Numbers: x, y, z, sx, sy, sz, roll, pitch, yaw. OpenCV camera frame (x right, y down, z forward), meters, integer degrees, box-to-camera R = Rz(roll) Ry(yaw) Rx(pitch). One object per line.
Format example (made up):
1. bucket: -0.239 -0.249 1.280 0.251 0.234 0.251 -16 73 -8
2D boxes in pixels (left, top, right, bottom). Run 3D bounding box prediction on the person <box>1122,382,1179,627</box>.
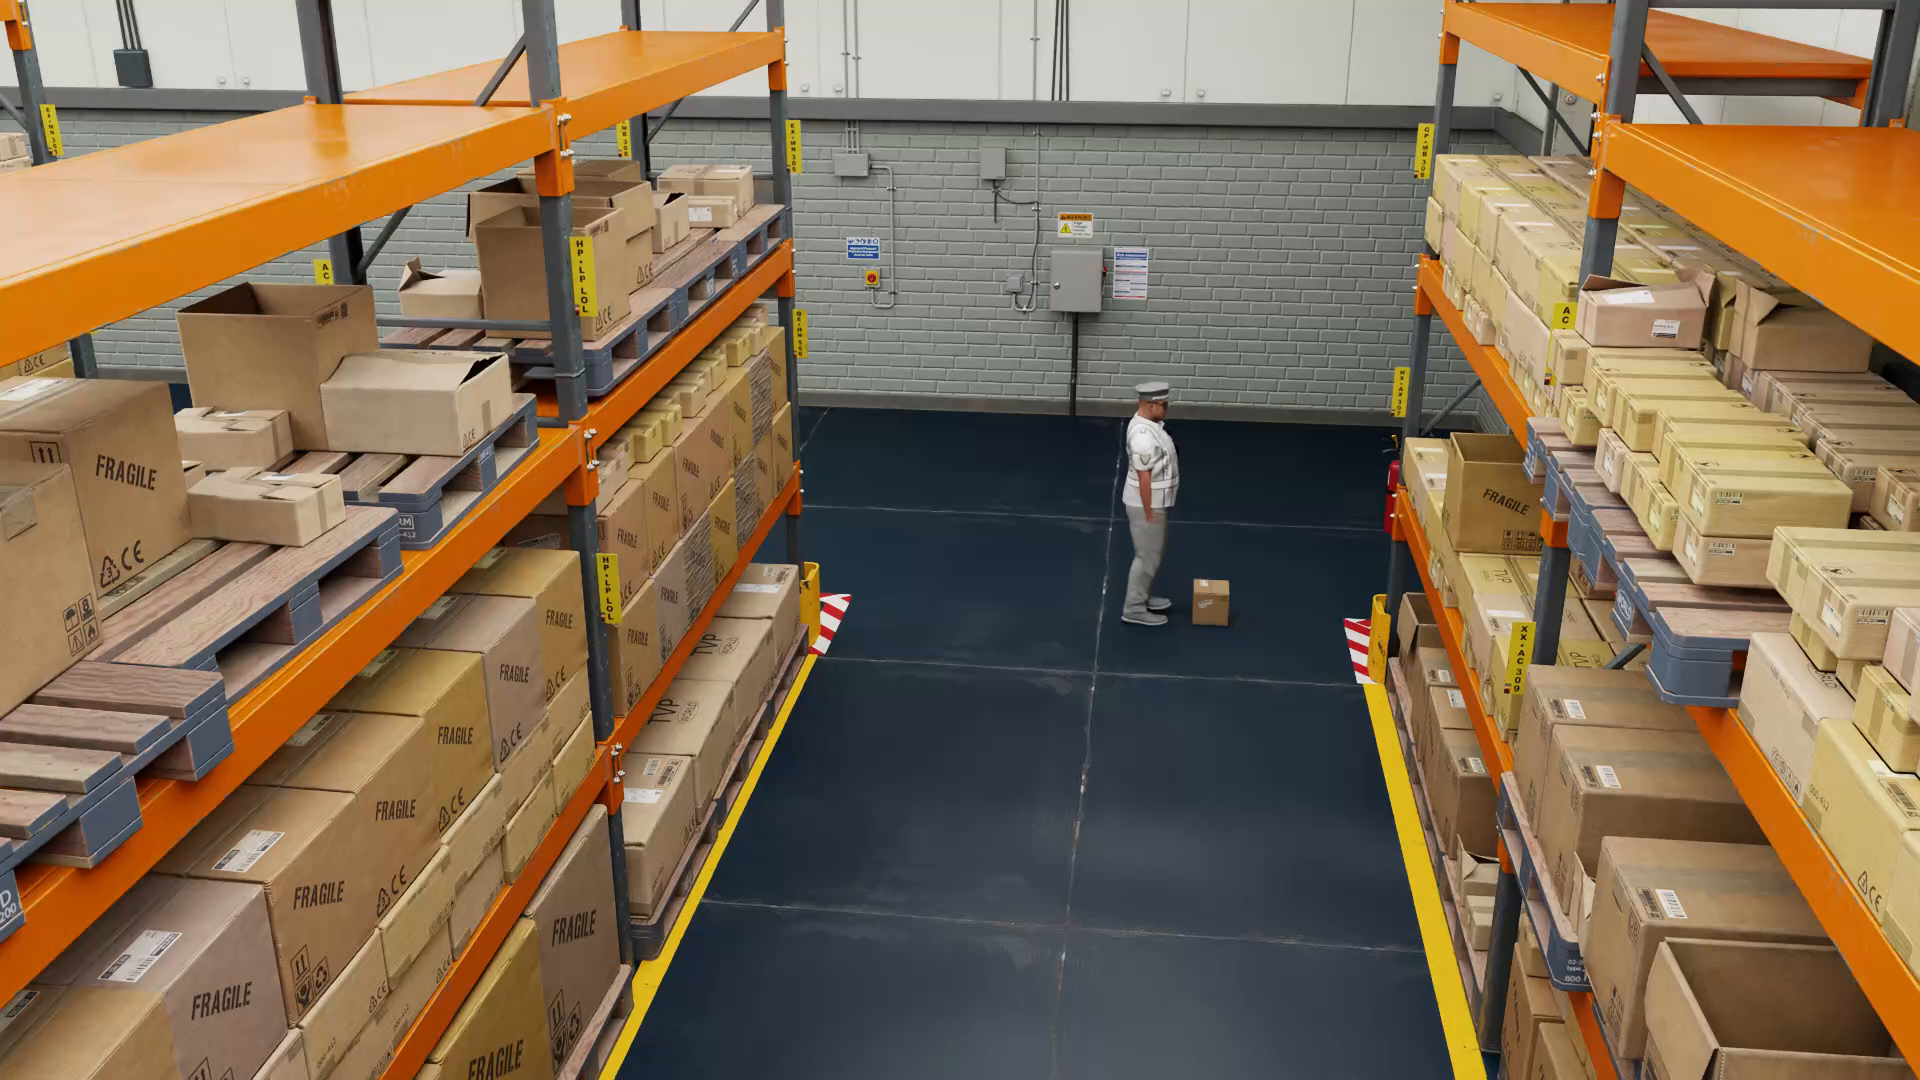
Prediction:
1. person: 1.349 -0.272 11.801 0.393 1.743 0.529 3 21 8
